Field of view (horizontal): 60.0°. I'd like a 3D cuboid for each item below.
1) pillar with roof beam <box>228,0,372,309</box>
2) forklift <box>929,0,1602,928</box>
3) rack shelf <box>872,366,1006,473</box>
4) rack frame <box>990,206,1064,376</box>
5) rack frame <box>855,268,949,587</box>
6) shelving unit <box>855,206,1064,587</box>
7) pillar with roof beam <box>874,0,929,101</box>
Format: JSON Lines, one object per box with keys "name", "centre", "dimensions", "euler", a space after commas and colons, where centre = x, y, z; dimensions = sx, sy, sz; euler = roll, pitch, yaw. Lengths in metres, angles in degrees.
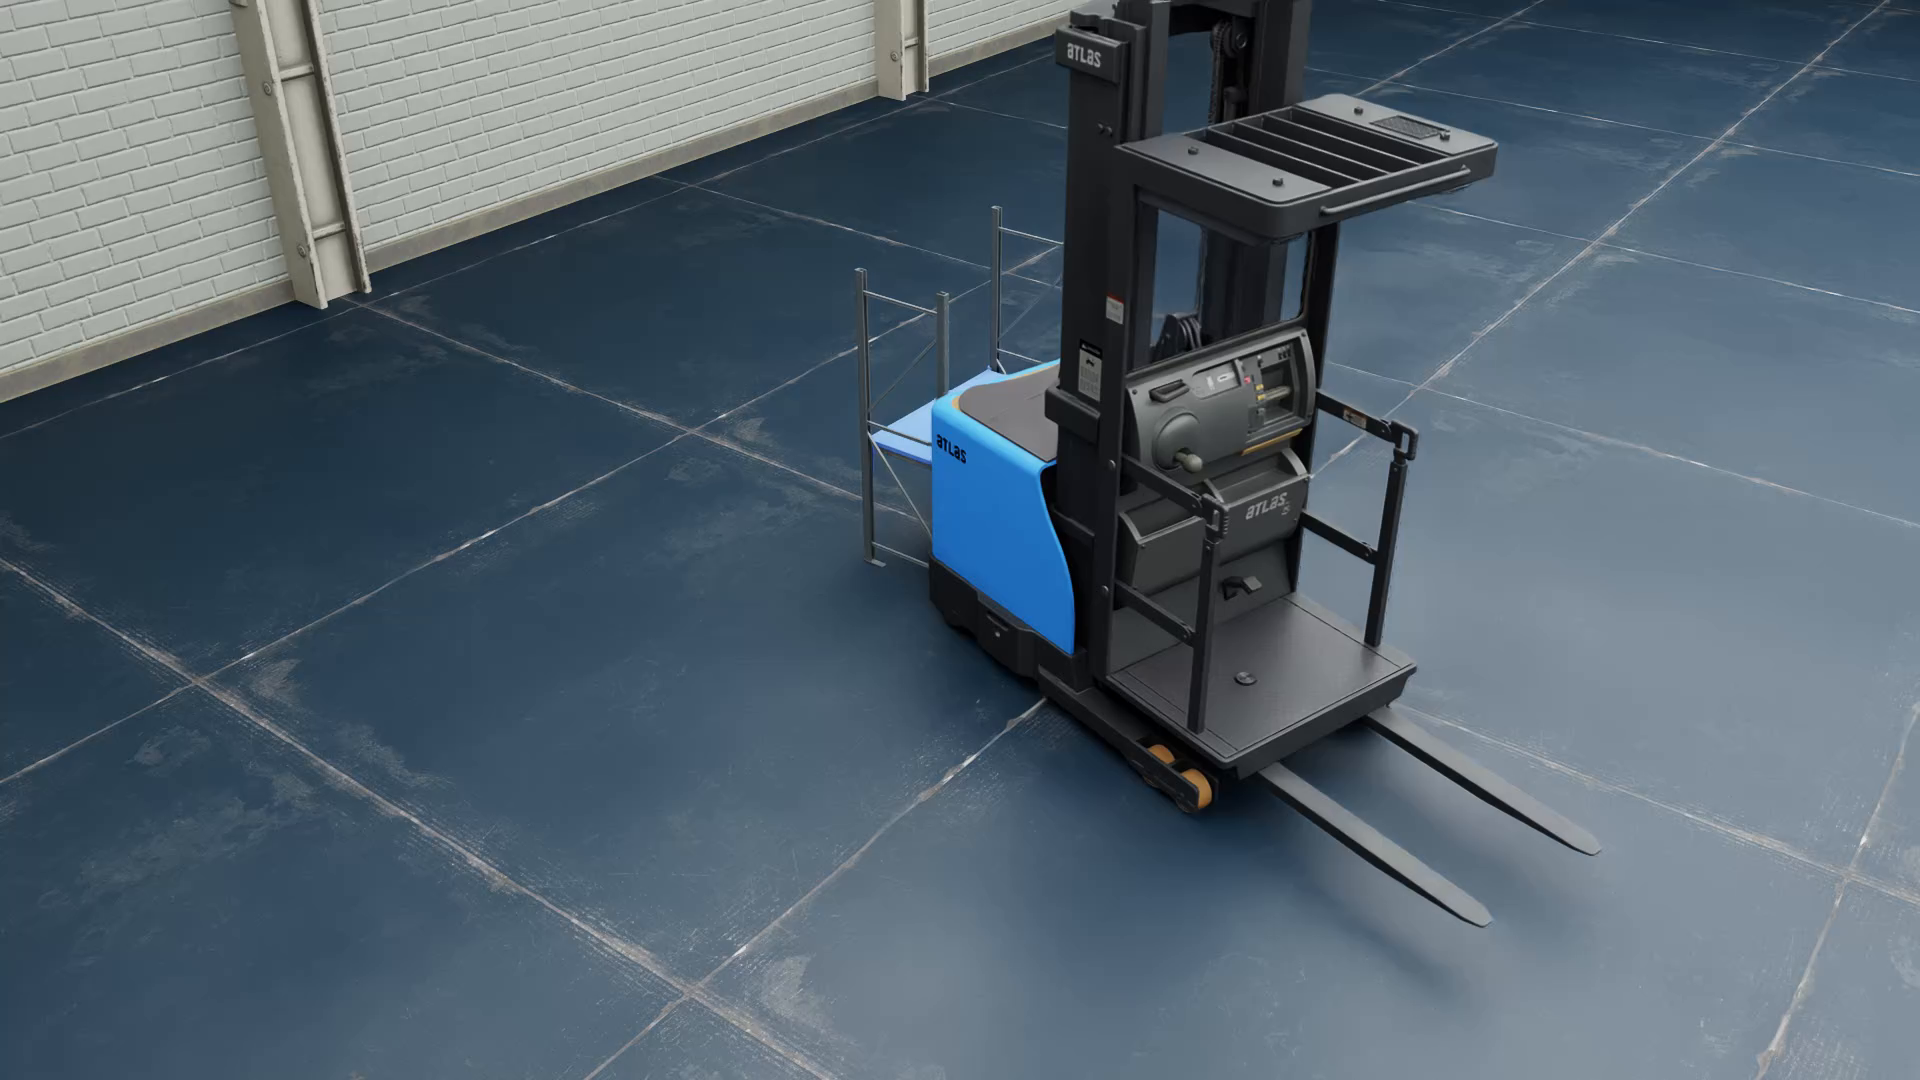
{"name": "pillar with roof beam", "centre": [-0.711, -4.168, 6.457], "dimensions": [9.100, 9.000, 0.400], "euler": [21, 37, 31]}
{"name": "forklift", "centre": [1.135, -0.486, 6.195], "dimensions": [1.130, 2.935, 3.031], "euler": [-21, 36, -31]}
{"name": "rack shelf", "centre": [0.052, -0.525, 8.018], "dimensions": [0.538, 0.185, 1.000], "euler": [21, 37, 31]}
{"name": "rack frame", "centre": [0.358, -0.887, 8.275], "dimensions": [0.500, 1.500, 0.032], "euler": [21, 37, 31]}
{"name": "rack frame", "centre": [-0.255, -0.473, 7.577], "dimensions": [0.500, 1.500, 0.032], "euler": [21, 37, 31]}
{"name": "shelving unit", "centre": [0.052, -0.680, 7.926], "dimensions": [0.538, 1.500, 1.048], "euler": [21, 37, 31]}
{"name": "pillar with roof beam", "centre": [2.911, -6.607, 10.572], "dimensions": [9.100, 9.000, 0.400], "euler": [21, 37, 31]}
